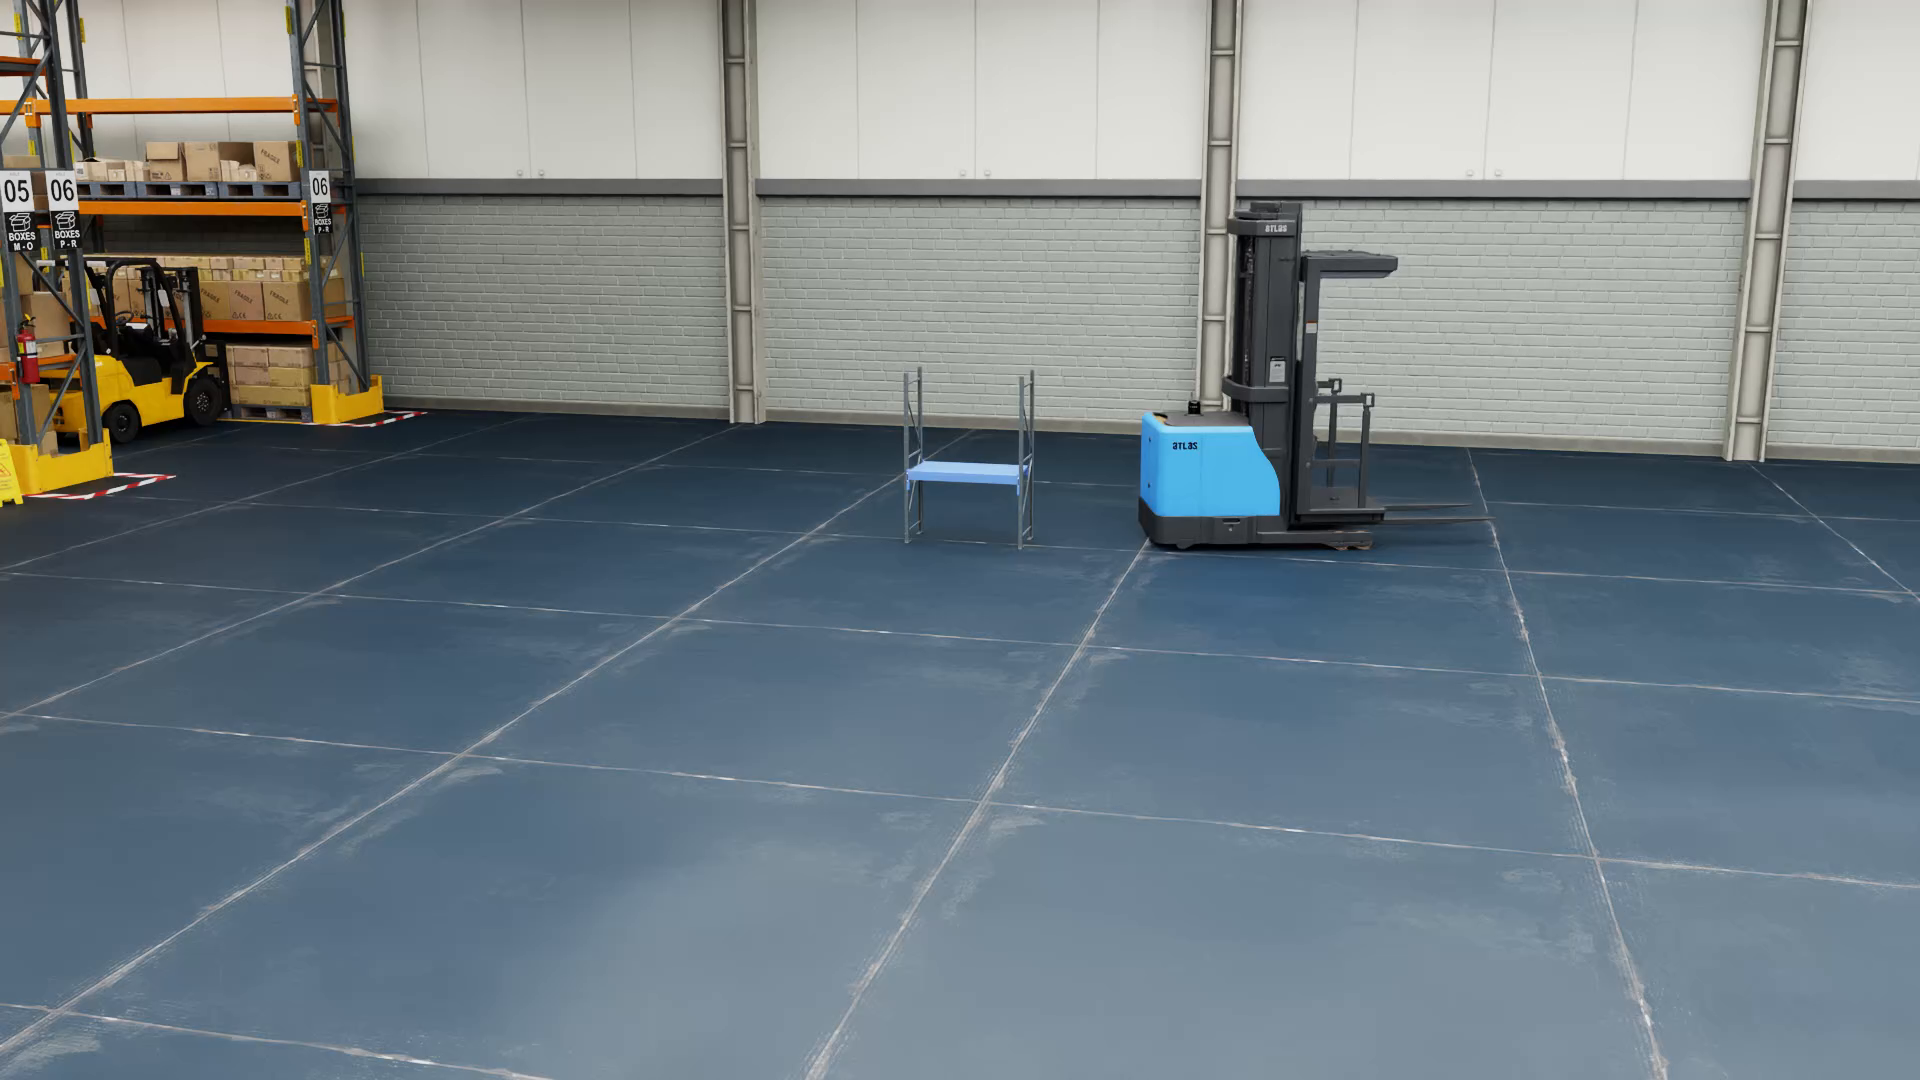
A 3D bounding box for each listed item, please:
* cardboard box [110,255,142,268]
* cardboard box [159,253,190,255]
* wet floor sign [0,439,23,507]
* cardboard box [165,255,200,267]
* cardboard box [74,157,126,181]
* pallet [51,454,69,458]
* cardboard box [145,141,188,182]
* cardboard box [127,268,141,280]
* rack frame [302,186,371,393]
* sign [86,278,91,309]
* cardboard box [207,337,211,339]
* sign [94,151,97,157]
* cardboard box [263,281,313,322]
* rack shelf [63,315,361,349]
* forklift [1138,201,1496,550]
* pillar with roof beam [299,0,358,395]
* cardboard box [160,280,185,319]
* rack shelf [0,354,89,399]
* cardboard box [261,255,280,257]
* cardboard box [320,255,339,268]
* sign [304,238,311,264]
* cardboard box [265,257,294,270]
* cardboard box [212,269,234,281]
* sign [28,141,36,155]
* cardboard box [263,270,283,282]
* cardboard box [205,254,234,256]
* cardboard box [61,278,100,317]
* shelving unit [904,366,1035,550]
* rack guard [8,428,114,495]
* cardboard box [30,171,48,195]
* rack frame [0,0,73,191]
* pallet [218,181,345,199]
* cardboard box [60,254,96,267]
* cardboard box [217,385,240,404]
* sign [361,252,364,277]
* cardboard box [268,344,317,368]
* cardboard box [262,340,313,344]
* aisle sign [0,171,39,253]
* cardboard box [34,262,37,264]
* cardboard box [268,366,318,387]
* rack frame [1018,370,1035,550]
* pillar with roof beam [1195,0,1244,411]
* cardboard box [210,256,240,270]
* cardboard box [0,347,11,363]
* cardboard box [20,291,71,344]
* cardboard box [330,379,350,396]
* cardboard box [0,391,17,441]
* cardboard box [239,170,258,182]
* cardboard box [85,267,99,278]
[{"bbox_3d":[-11.022,-3.692,22.032,0.250,0.149,0.380,3,13,15],"label":"cardboard box"},{"bbox_3d":[-10.629,-3.808,22.558,0.250,0.149,0.380,3,13,13],"label":"cardboard box"},{"bbox_3d":[-9.385,-0.665,16.241,0.232,0.644,0.267,8,15,33],"label":"wet floor sign"},{"bbox_3d":[-10.256,-3.673,21.949,0.250,0.149,0.380,3,13,14],"label":"cardboard box"},{"bbox_3d":[-11.261,-4.881,21.888,0.500,0.311,0.500,3,13,15],"label":"cardboard box"},{"bbox_3d":[-10.167,-0.741,17.588,1.213,0.211,1.003,3,13,14],"label":"pallet"},{"bbox_3d":[-10.145,-4.946,21.737,0.637,0.503,0.797,3,13,15],"label":"cardboard box"},{"bbox_3d":[-10.777,-3.531,21.996,0.250,0.149,0.380,3,13,13],"label":"cardboard box"},{"bbox_3d":[-8.127,-3.093,21.750,0.127,3.000,1.000,3,13,14],"label":"rack frame"},{"bbox_3d":[-9.183,-2.586,17.465,0.005,0.325,0.100,3,13,14],"label":"sign"},{"bbox_3d":[-10.503,-2.614,22.662,0.500,0.250,0.500,3,13,14],"label":"cardboard box"},{"bbox_3d":[-11.879,-5.173,22.822,0.005,0.325,0.100,3,13,14],"label":"sign"},{"bbox_3d":[-8.668,-3.112,21.605,0.500,0.500,0.500,3,13,12],"label":"cardboard box"},{"bbox_3d":[-10.069,-2.846,22.296,4.000,0.370,1.077,3,13,14],"label":"rack shelf"},{"bbox_3d":[3.162,-1.457,14.533,3.031,2.935,1.130,-1,13,-3],"label":"forklift"},{"bbox_3d":[-9.619,-5.342,18.037,0.400,9.000,9.100,3,13,14],"label":"pillar with roof beam"},{"bbox_3d":[-10.158,-3.191,21.962,0.500,0.500,0.500,3,13,14],"label":"cardboard box"},{"bbox_3d":[-11.255,-1.802,17.590,4.000,0.370,1.077,3,13,14],"label":"rack shelf"},{"bbox_3d":[-9.144,-3.714,22.131,0.250,0.149,0.380,3,13,14],"label":"cardboard box"},{"bbox_3d":[-8.402,-3.666,21.918,0.250,0.149,0.380,3,13,12],"label":"cardboard box"},{"bbox_3d":[-8.271,-3.661,21.088,0.005,0.325,0.100,3,13,14],"label":"sign"},{"bbox_3d":[-8.772,-3.584,21.549,0.250,0.149,0.380,3,13,14],"label":"cardboard box"},{"bbox_3d":[-9.532,-3.470,21.721,0.250,0.149,0.380,3,13,12],"label":"cardboard box"},{"bbox_3d":[-12.131,-5.056,21.754,0.005,0.325,0.100,3,13,14],"label":"sign"},{"bbox_3d":[-8.786,-3.425,21.516,0.250,0.149,0.380,3,13,14],"label":"cardboard box"},{"bbox_3d":[-9.897,-3.752,22.306,0.250,0.149,0.380,3,13,14],"label":"cardboard box"},{"bbox_3d":[-11.642,-3.272,22.323,0.500,0.500,0.500,3,13,12],"label":"cardboard box"},{"bbox_3d":[0.083,-0.728,14.551,1.048,1.500,0.538,3,13,14],"label":"shelving unit"},{"bbox_3d":[-9.387,-0.833,17.333,0.348,0.500,1.175,3,13,14],"label":"rack guard"},{"bbox_3d":[-9.737,-3.668,17.073,0.500,0.250,0.500,3,13,13],"label":"cardboard box"},{"bbox_3d":[-9.313,-4.978,16.394,0.127,3.000,1.000,3,13,14],"label":"rack frame"},{"bbox_3d":[-8.807,-4.556,21.624,1.213,0.211,1.003,3,13,14],"label":"pallet"},{"bbox_3d":[-11.772,-3.732,22.216,0.250,0.149,0.380,3,13,15],"label":"cardboard box"},{"bbox_3d":[-9.623,-1.969,22.063,0.500,0.250,0.500,3,13,14],"label":"cardboard box"},{"bbox_3d":[-7.988,-3.671,22.172,0.005,0.325,0.100,3,13,14],"label":"sign"},{"bbox_3d":[-8.649,-2.402,21.706,0.500,0.250,0.500,4,13,15],"label":"cardboard box"},{"bbox_3d":[-9.034,-2.534,22.299,0.500,0.250,0.500,3,13,14],"label":"cardboard box"},{"bbox_3d":[-9.322,-3.254,16.473,0.004,0.787,0.394,3,13,14],"label":"aisle sign"},{"bbox_3d":[-12.791,-3.768,23.062,0.250,0.149,0.380,3,13,13],"label":"cardboard box"},{"bbox_3d":[-8.675,-2.159,21.765,0.500,0.250,0.500,3,13,13],"label":"cardboard box"},{"bbox_3d":[0.576,-0.701,14.432,0.032,1.500,0.500,3,13,14],"label":"rack frame"},{"bbox_3d":[2.032,-4.719,15.230,0.400,9.000,9.100,3,13,14],"label":"pillar with roof beam"},{"bbox_3d":[-9.536,-3.611,21.669,0.250,0.149,0.380,3,13,15],"label":"cardboard box"},{"bbox_3d":[-9.727,-1.901,16.956,0.250,0.149,0.380,4,13,15],"label":"cardboard box"},{"bbox_3d":[-9.706,-2.326,17.375,0.500,0.500,0.500,3,13,13],"label":"cardboard box"},{"bbox_3d":[-8.557,-2.022,22.302,0.500,0.250,0.500,3,13,14],"label":"cardboard box"},{"bbox_3d":[-10.153,-1.265,17.156,0.500,0.500,0.500,3,13,14],"label":"cardboard box"},{"bbox_3d":[-9.004,-4.668,21.302,0.250,0.149,0.380,3,13,12],"label":"cardboard box"},{"bbox_3d":[-11.512,-3.581,22.221,0.250,0.149,0.380,3,13,15],"label":"cardboard box"}]
